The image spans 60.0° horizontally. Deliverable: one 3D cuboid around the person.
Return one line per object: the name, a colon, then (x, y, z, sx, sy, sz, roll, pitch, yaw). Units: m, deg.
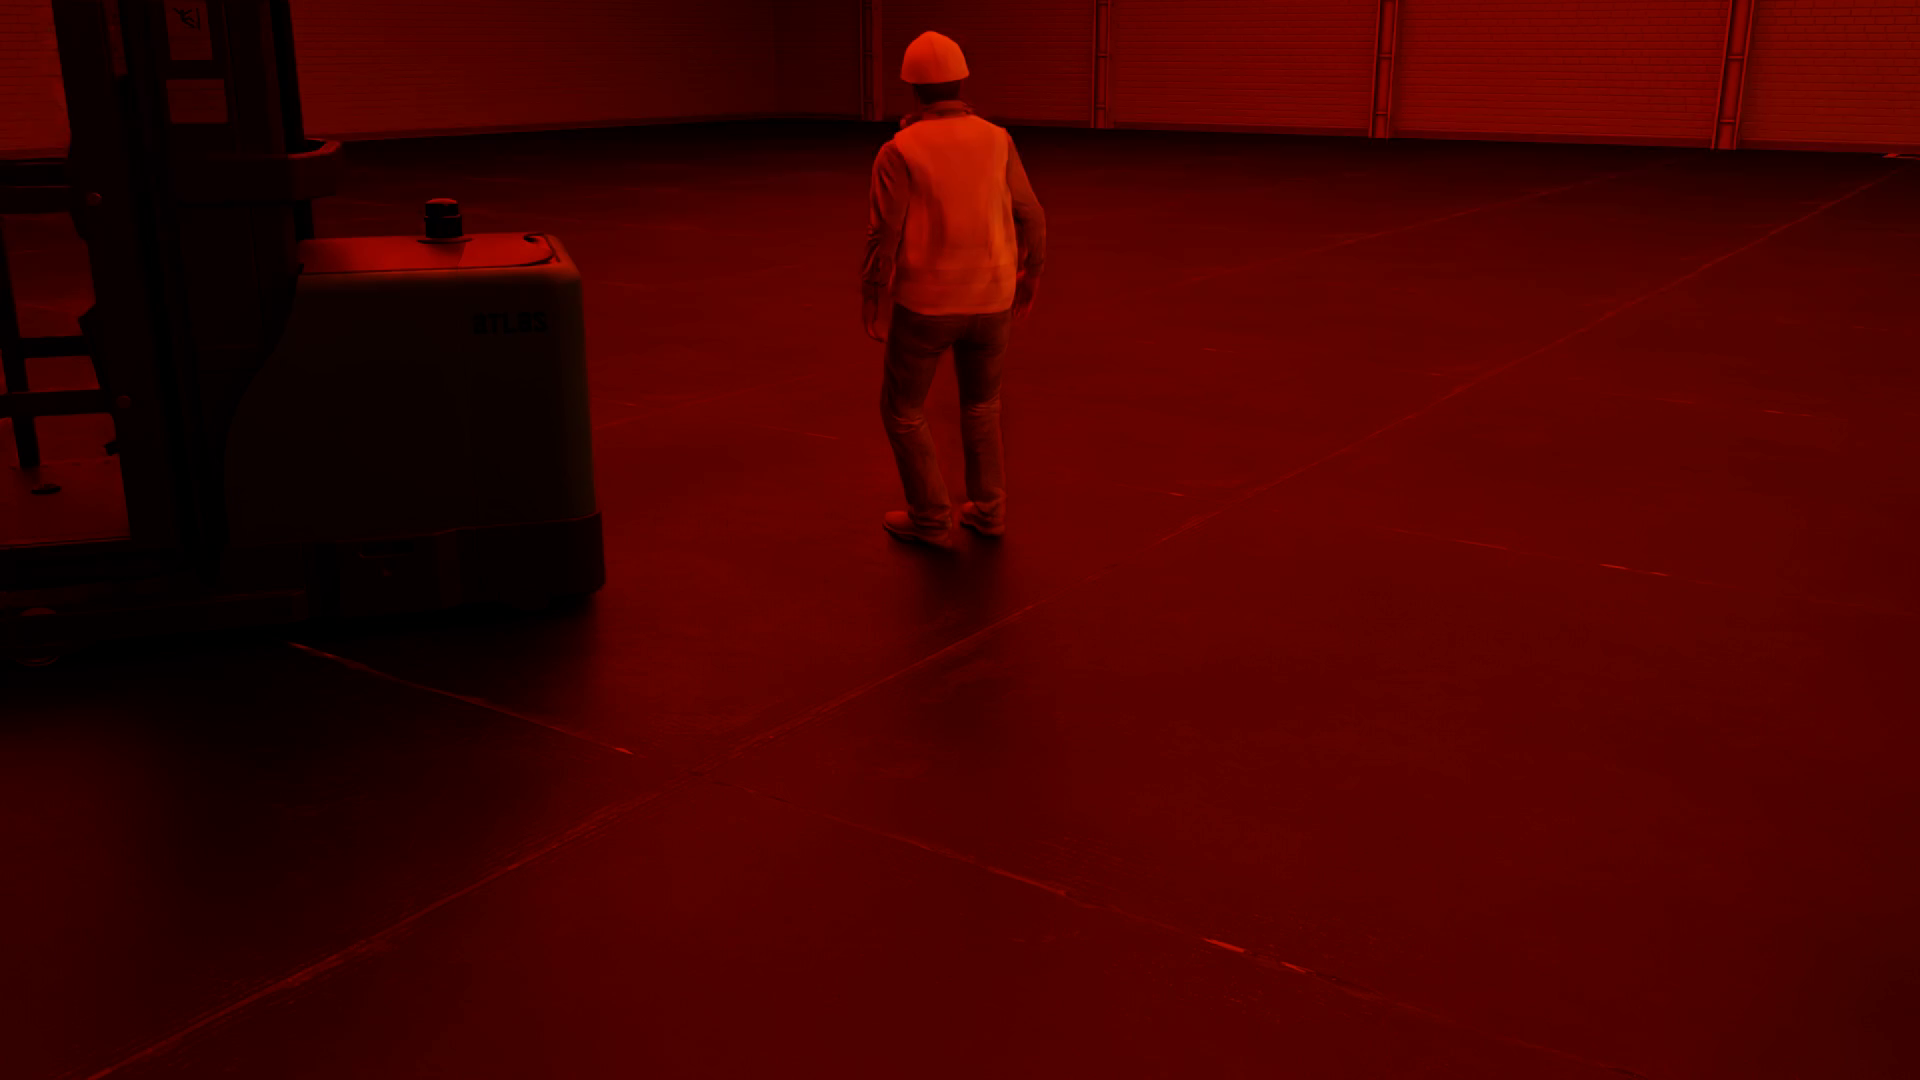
person: (-0.024, -0.843, 5.751, 0.695, 1.745, 0.432, -6, 18, -19)

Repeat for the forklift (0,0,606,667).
forklift: (-2.693, -1.195, 4.829, 3.031, 2.935, 1.130, -5, 17, -16)
